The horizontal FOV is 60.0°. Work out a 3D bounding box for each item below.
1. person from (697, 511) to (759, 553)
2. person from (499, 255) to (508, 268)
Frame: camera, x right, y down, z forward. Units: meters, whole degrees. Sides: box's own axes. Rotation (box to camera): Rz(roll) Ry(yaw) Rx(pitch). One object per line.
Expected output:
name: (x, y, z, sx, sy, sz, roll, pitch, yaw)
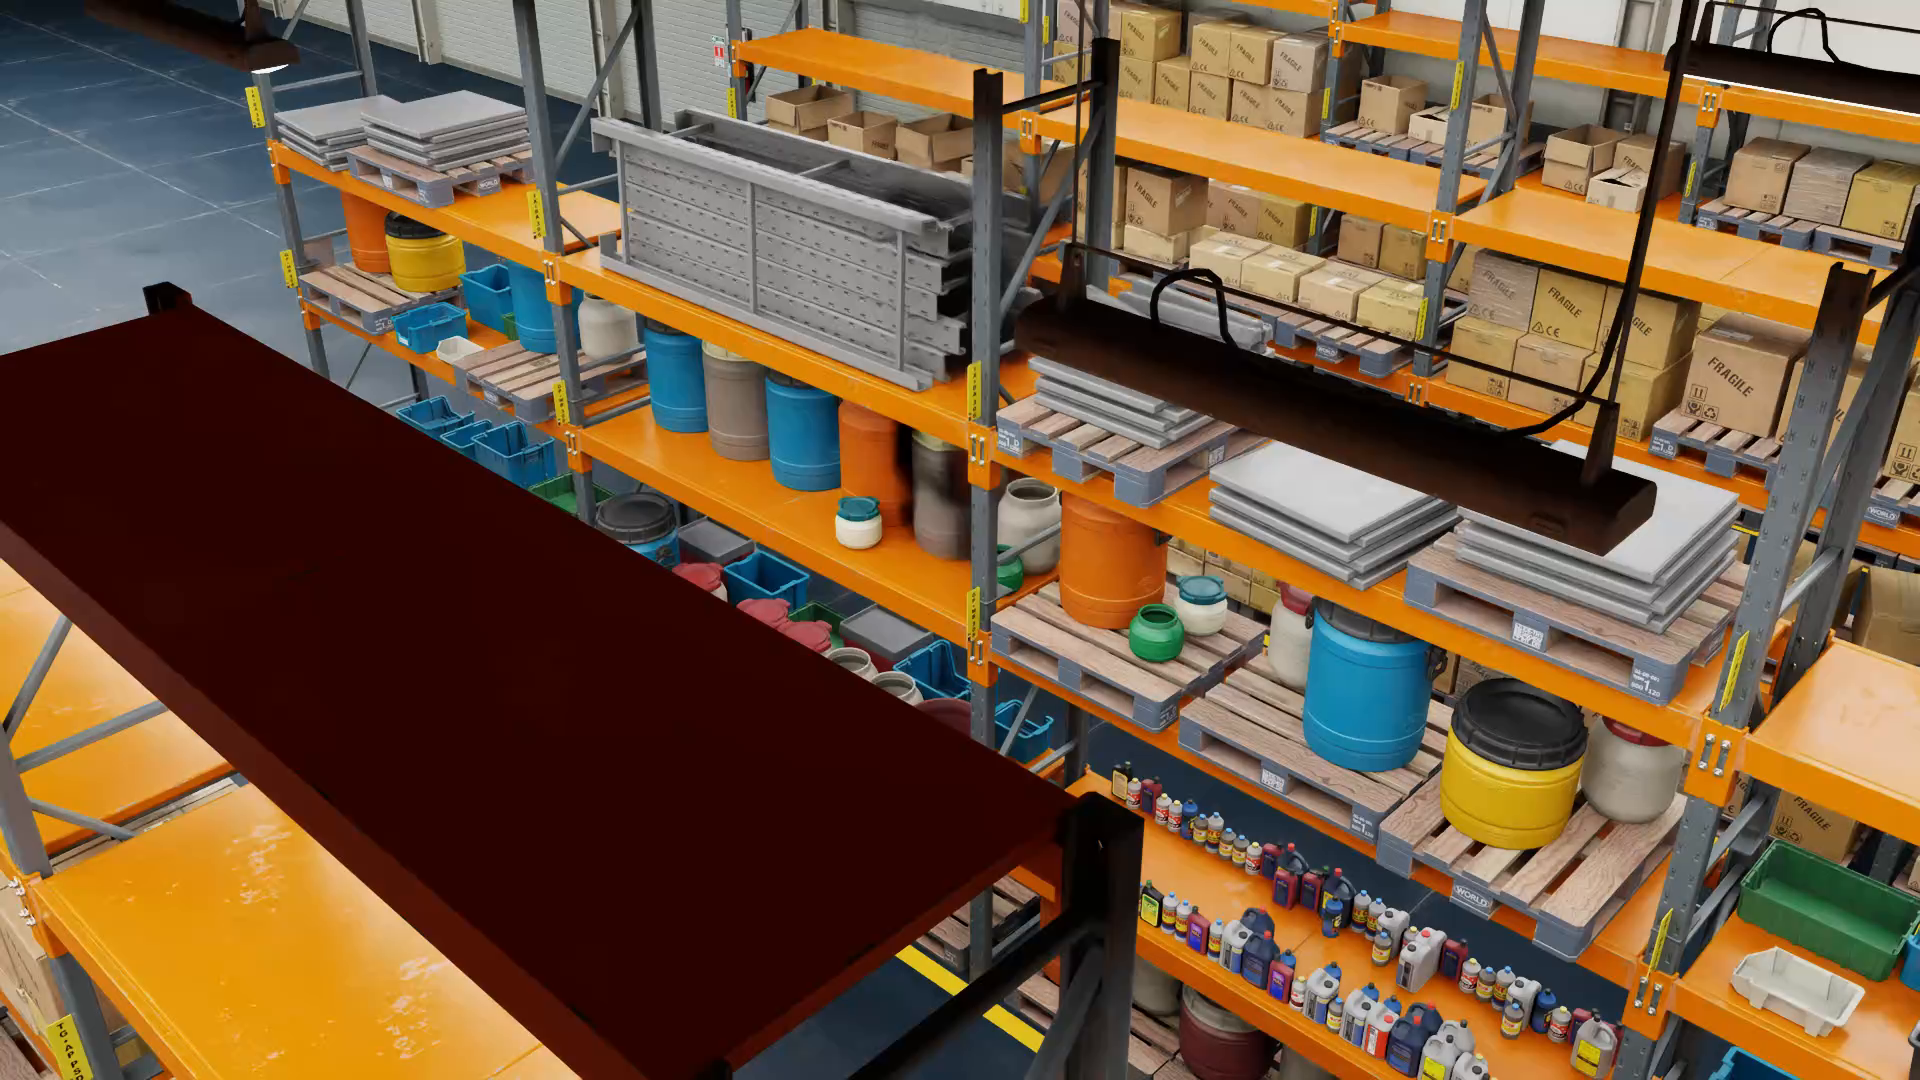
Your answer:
person: (-2.253, -0.463, 15.256, 0.900, 1.803, 0.622, 15, 33, 25)
person: (-4.969, -2.527, 18.969, 0.691, 1.751, 0.706, -10, 31, -18)
